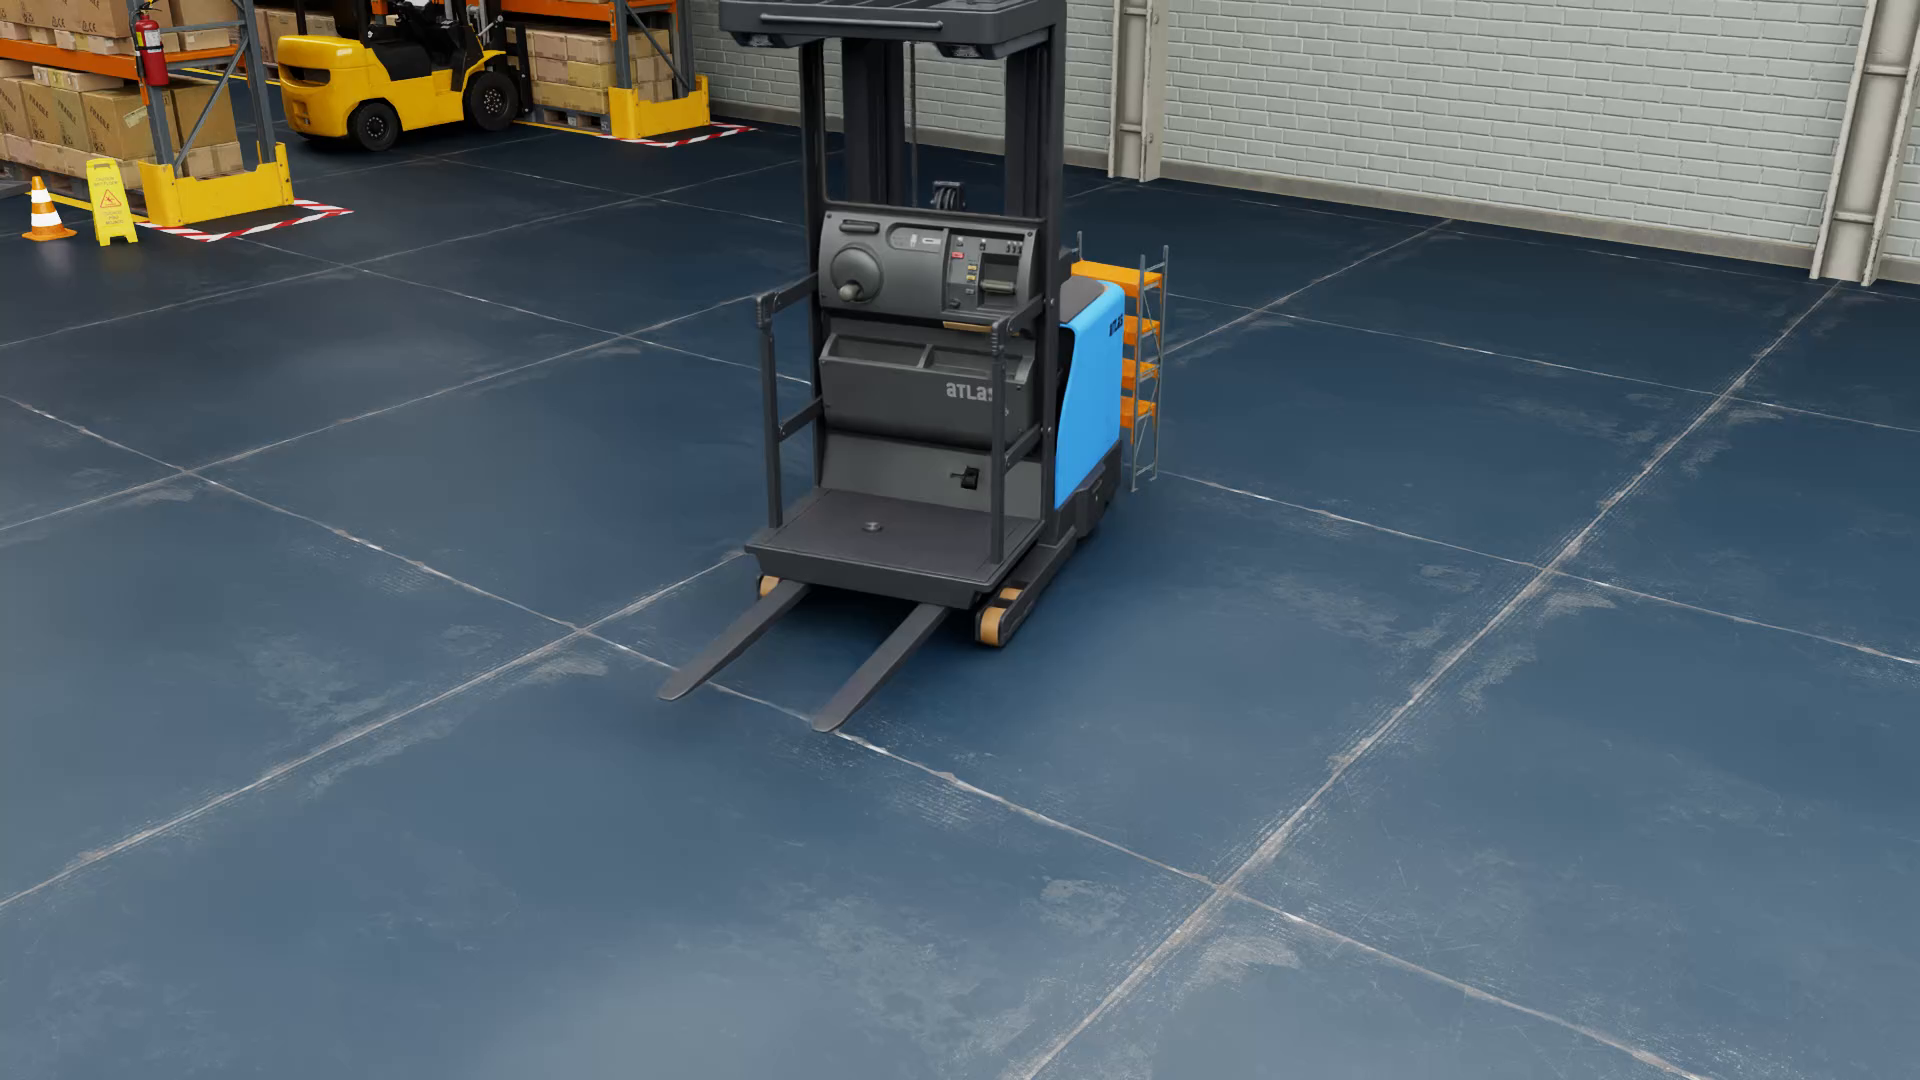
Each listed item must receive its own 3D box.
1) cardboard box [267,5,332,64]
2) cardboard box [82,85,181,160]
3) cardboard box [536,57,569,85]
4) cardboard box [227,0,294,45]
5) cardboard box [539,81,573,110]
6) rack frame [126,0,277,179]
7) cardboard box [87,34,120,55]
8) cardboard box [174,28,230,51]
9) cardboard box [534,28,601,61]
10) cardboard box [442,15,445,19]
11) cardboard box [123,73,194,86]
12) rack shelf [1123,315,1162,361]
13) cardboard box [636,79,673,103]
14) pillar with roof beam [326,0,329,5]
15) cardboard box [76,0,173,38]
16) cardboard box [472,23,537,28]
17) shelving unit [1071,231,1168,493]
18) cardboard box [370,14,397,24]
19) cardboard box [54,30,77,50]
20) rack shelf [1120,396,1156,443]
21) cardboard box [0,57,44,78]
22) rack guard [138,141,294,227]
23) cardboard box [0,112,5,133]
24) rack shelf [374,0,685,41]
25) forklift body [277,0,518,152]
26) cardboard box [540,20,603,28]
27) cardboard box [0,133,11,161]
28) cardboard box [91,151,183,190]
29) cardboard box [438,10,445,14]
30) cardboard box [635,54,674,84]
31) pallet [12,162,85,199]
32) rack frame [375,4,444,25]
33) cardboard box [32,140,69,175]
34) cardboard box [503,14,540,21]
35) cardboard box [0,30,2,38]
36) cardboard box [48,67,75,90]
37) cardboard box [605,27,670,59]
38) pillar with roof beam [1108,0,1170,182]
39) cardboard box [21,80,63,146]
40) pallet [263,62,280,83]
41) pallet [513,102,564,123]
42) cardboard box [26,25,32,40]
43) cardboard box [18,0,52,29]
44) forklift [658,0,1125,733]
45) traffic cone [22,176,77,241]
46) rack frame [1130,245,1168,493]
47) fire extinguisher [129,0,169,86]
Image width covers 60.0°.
[{"bbox_3d":[-8.017,-6.287,20.723,0.625,0.625,0.875,15,28,31],"label":"cardboard box"},{"bbox_3d":[-6.945,-3.505,13.943,0.500,0.500,0.500,17,29,34],"label":"cardboard box"},{"bbox_3d":[-4.145,-5.025,17.703,0.500,0.250,0.500,16,29,33],"label":"cardboard box"},{"bbox_3d":[-9.084,-6.605,21.445,0.625,0.625,0.875,18,29,35],"label":"cardboard box"},{"bbox_3d":[-4.131,-4.789,17.789,0.500,0.250,0.500,17,29,33],"label":"cardboard box"},{"bbox_3d":[-6.147,-4.118,13.376,0.127,3.000,1.000,17,29,33],"label":"rack frame"},{"bbox_3d":[-6.844,-4.050,13.533,0.250,0.149,0.380,16,29,33],"label":"cardboard box"},{"bbox_3d":[-6.295,-4.152,13.765,0.250,0.149,0.380,17,29,33],"label":"cardboard box"},{"bbox_3d":[-4.141,-5.244,17.581,0.500,0.250,0.500,17,29,34],"label":"cardboard box"},{"bbox_3d":[-5.772,-5.734,18.693,0.500,0.250,0.500,17,29,33],"label":"cardboard box"},{"bbox_3d":[-7.067,-3.810,14.636,0.500,0.500,0.500,16,28,31],"label":"cardboard box"},{"bbox_3d":[0.726,-1.027,8.204,0.480,0.148,0.258,16,29,33],"label":"rack shelf"},{"bbox_3d":[-3.449,-4.836,17.895,0.500,0.250,0.500,17,29,34],"label":"cardboard box"},{"bbox_3d":[-10.573,-8.987,16.986,0.400,9.000,9.100,17,29,33],"label":"pillar with roof beam"},{"bbox_3d":[-6.747,-4.342,13.392,0.500,0.500,0.500,16,29,32],"label":"cardboard box"},{"bbox_3d":[-4.952,-5.488,18.134,0.500,0.250,0.500,16,28,32],"label":"cardboard box"},{"bbox_3d":[0.726,-0.883,8.267,0.503,1.200,0.258,16,29,33],"label":"shelving unit"},{"bbox_3d":[-6.798,-5.916,19.880,0.625,0.625,0.875,18,30,36],"label":"cardboard box"},{"bbox_3d":[-7.260,-4.171,13.808,0.250,0.149,0.380,17,29,34],"label":"cardboard box"},{"bbox_3d":[0.726,-0.640,8.374,0.480,0.148,0.258,16,29,33],"label":"rack shelf"},{"bbox_3d":[-8.344,-4.192,14.698,0.250,0.149,0.380,19,30,36],"label":"cardboard box"},{"bbox_3d":[-6.208,-2.992,13.922,0.348,0.500,1.175,17,29,33],"label":"rack guard"},{"bbox_3d":[-8.602,-4.007,15.083,0.500,0.500,0.500,18,30,35],"label":"cardboard box"},{"bbox_3d":[-4.774,-5.875,18.255,4.000,0.370,1.077,17,29,33],"label":"rack shelf"},{"bbox_3d":[-5.785,-5.202,16.889,1.214,2.155,2.313,17,29,33],"label":"forklift body"},{"bbox_3d":[-4.240,-5.533,18.237,0.500,0.250,0.500,17,29,33],"label":"cardboard box"},{"bbox_3d":[-8.604,-3.664,15.235,0.500,0.250,0.500,19,30,36],"label":"cardboard box"},{"bbox_3d":[-6.975,-3.166,14.105,0.500,0.250,0.500,17,29,33],"label":"cardboard box"},{"bbox_3d":[-5.864,-6.022,19.348,0.500,0.250,0.500,17,29,34],"label":"cardboard box"},{"bbox_3d":[-3.425,-5.064,17.792,0.500,0.250,0.500,17,29,34],"label":"cardboard box"},{"bbox_3d":[-7.809,-3.363,15.122,1.213,0.211,1.003,17,29,33],"label":"pallet"},{"bbox_3d":[-6.374,-6.688,19.208,0.127,3.000,1.000,17,29,33],"label":"rack frame"},{"bbox_3d":[-7.787,-3.413,14.665,0.500,0.250,0.500,16,28,31],"label":"cardboard box"},{"bbox_3d":[-5.053,-5.778,18.793,0.500,0.250,0.500,17,29,34],"label":"cardboard box"},{"bbox_3d":[-8.270,-4.478,14.505,0.250,0.149,0.380,17,29,34],"label":"cardboard box"},{"bbox_3d":[-7.478,-3.930,14.105,0.250,0.149,0.380,17,29,34],"label":"cardboard box"},{"bbox_3d":[-3.444,-5.289,17.683,0.500,0.250,0.500,16,29,33],"label":"cardboard box"},{"bbox_3d":[-0.971,-6.085,10.400,0.400,9.000,9.100,17,29,33],"label":"pillar with roof beam"},{"bbox_3d":[-7.764,-3.754,14.509,0.500,0.500,0.500,16,28,32],"label":"cardboard box"},{"bbox_3d":[-7.967,-5.872,20.815,1.213,0.211,1.003,17,29,33],"label":"pallet"},{"bbox_3d":[-4.782,-4.911,18.634,1.213,0.211,1.003,17,29,33],"label":"pallet"},{"bbox_3d":[-7.786,-4.400,14.328,0.250,0.149,0.380,17,29,33],"label":"cardboard box"},{"bbox_3d":[-7.543,-4.587,13.947,0.500,0.500,0.500,17,29,33],"label":"cardboard box"},{"bbox_3d":[-0.216,-1.096,6.603,1.130,2.935,3.031,9,25,19],"label":"forklift"},{"bbox_3d":[-7.265,-2.645,13.179,0.334,0.463,0.336,17,29,33],"label":"traffic cone"},{"bbox_3d":[0.924,-0.826,8.136,0.015,1.200,0.240,16,29,33],"label":"rack frame"},{"bbox_3d":[-6.332,-3.906,12.991,0.183,0.674,0.296,17,29,33],"label":"fire extinguisher"}]
